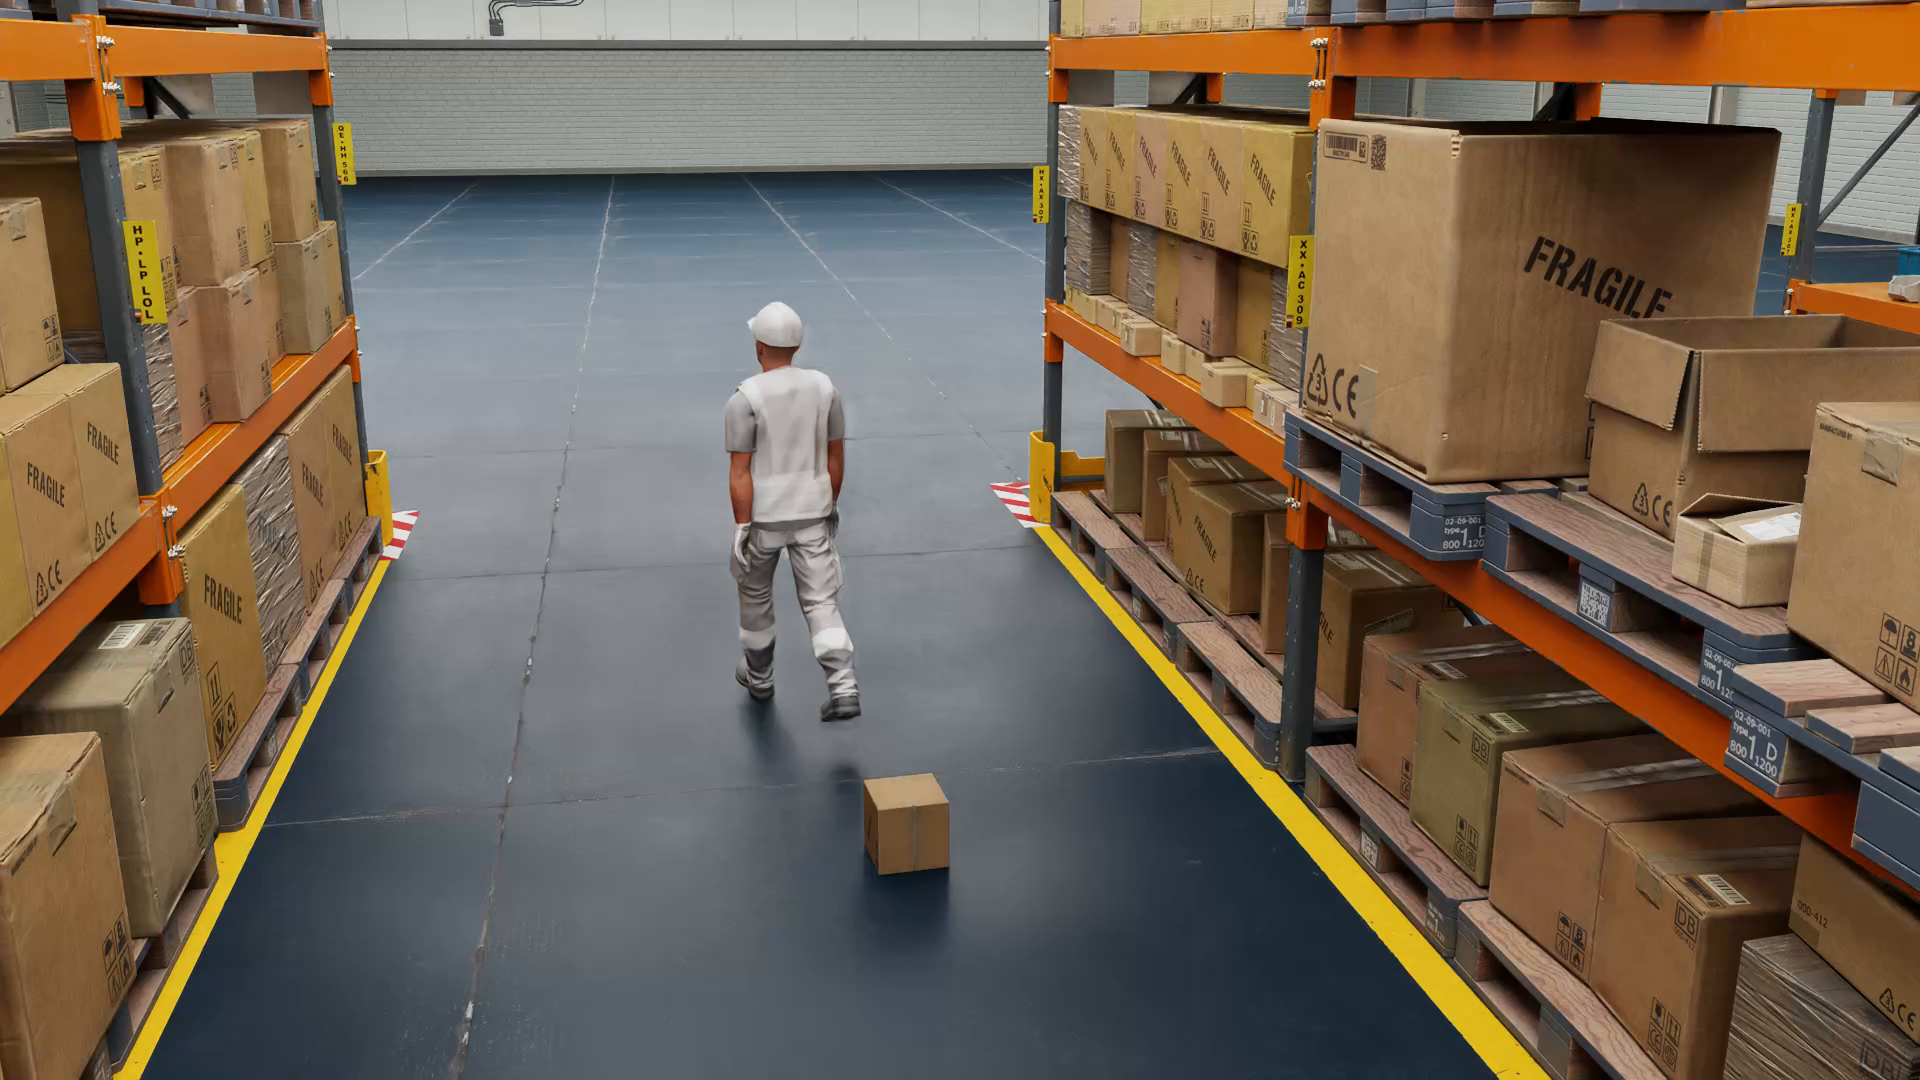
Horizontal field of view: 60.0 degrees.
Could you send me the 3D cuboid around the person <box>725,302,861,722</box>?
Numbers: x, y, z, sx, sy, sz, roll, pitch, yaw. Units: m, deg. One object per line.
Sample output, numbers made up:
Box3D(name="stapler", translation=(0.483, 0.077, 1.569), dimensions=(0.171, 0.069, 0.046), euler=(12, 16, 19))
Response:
Box3D(name="person", translation=(-0.704, -0.094, 6.834), dimensions=(0.527, 1.753, 1.032), euler=(-7, 18, -23))
